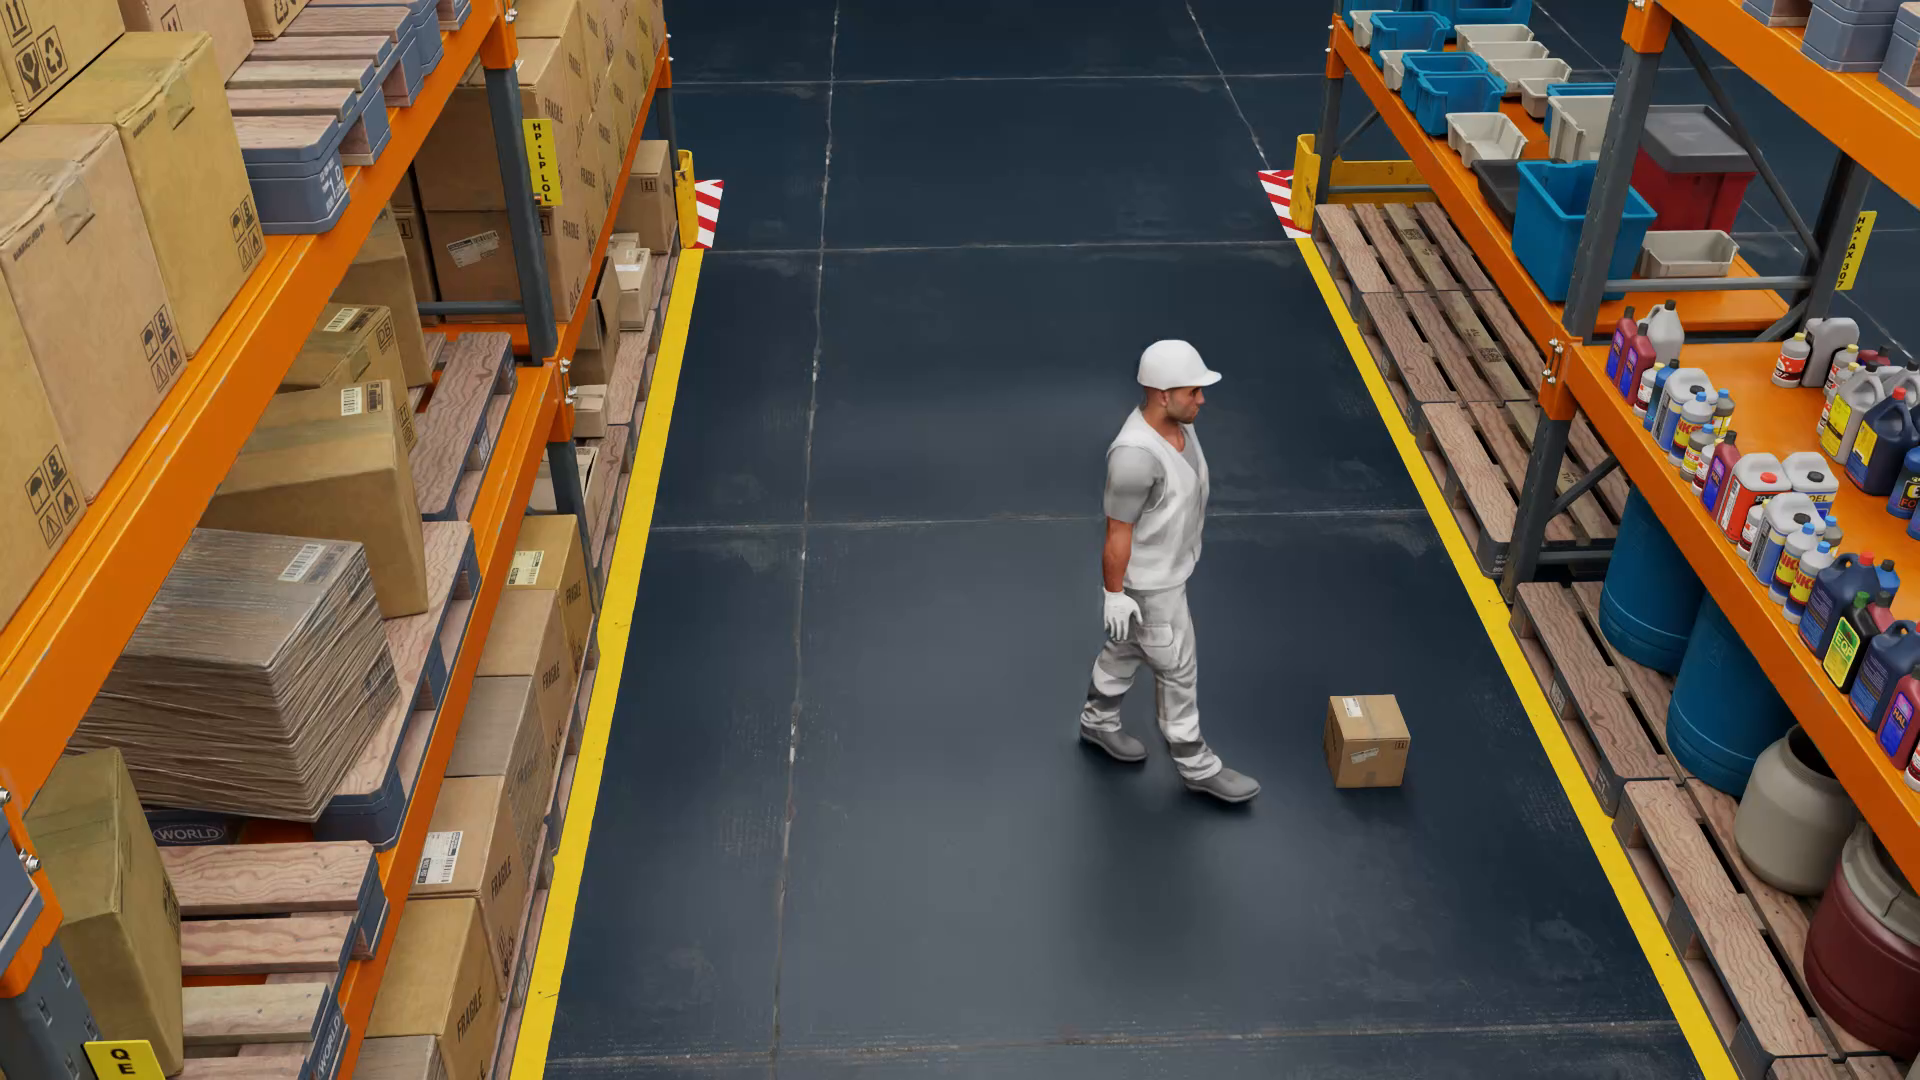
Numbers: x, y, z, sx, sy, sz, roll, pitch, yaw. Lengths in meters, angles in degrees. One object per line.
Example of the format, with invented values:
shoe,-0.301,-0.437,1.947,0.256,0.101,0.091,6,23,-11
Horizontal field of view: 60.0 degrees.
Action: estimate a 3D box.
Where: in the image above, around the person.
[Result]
person,0.813,0.126,5.931,0.758,1.767,0.583,14,37,19
